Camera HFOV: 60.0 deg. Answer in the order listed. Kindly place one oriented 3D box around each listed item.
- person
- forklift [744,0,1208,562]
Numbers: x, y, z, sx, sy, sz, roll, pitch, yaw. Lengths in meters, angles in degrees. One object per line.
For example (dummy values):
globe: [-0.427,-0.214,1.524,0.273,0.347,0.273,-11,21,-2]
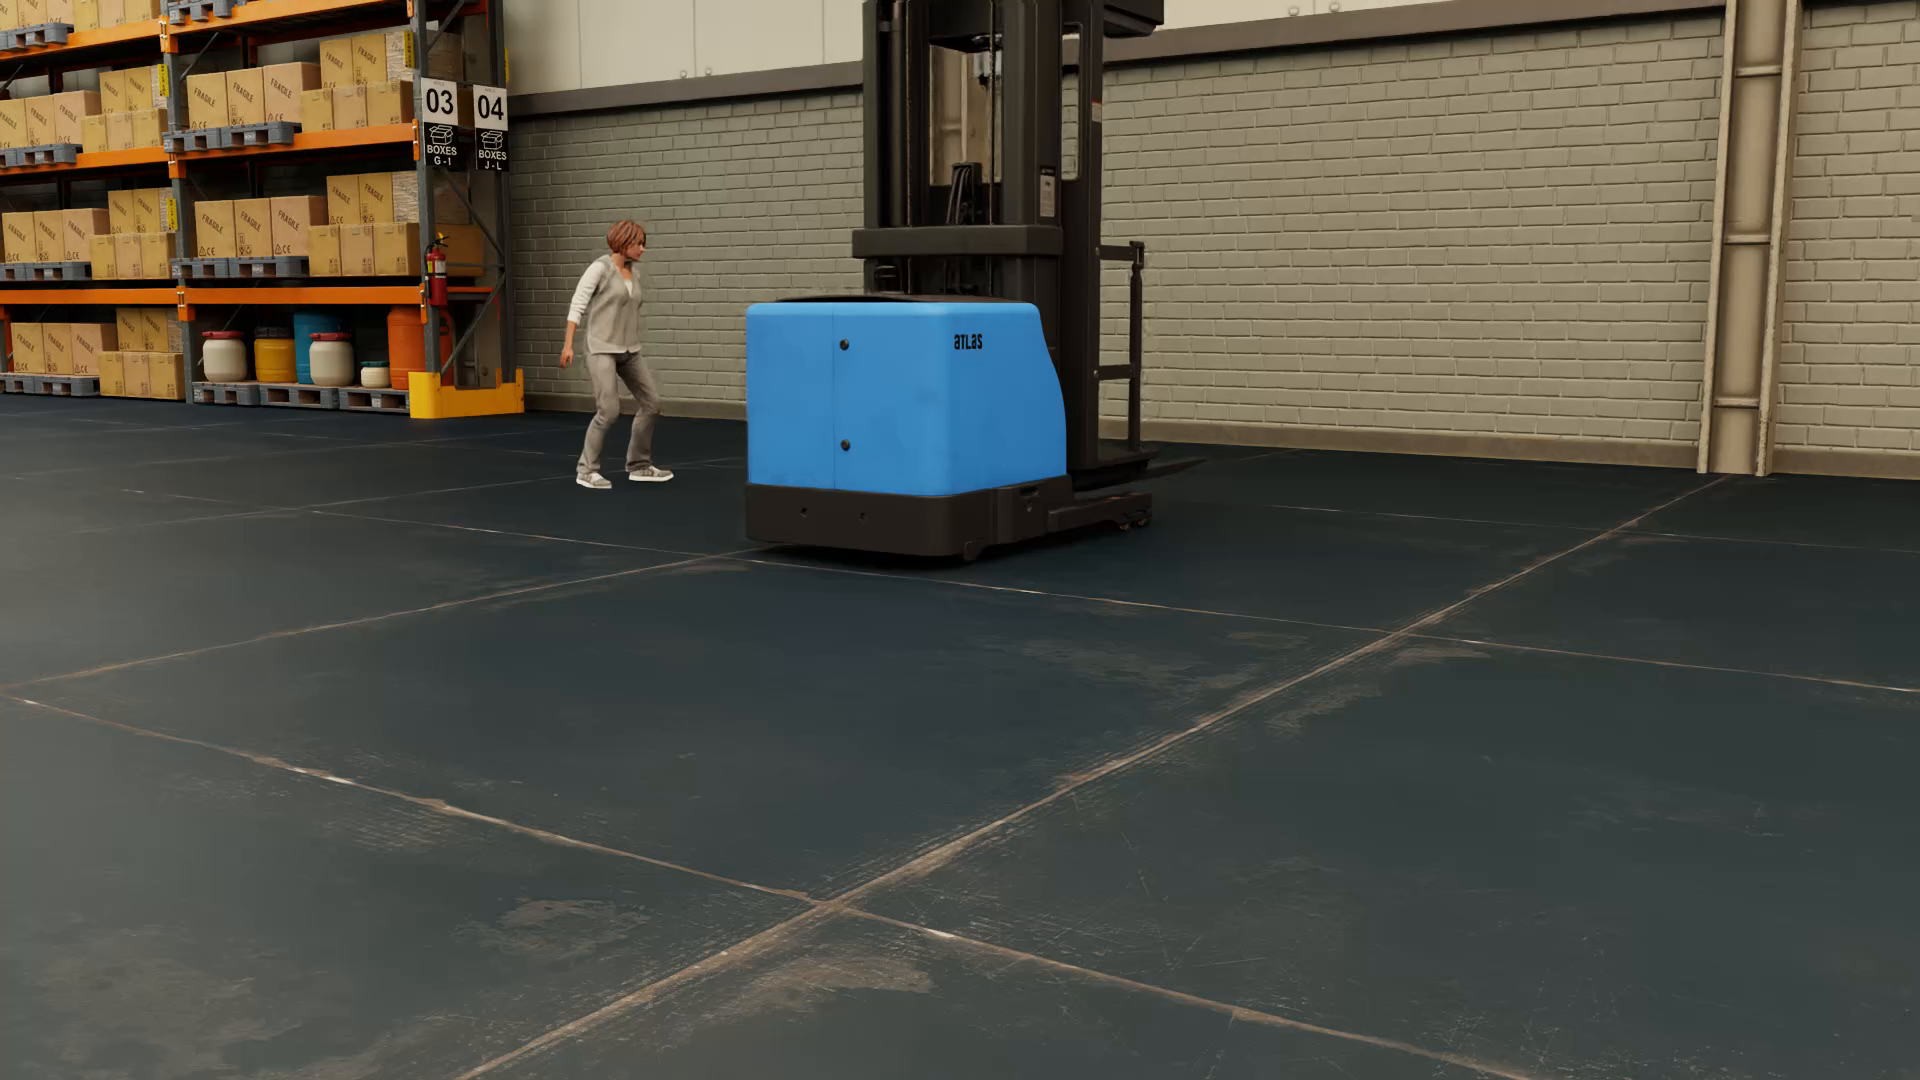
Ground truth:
person: [-2.039,-1.083,9.797,0.403,1.563,0.740,5,10,32]
forklift: [0.283,-1.528,7.937,1.130,2.935,3.031,5,10,32]
